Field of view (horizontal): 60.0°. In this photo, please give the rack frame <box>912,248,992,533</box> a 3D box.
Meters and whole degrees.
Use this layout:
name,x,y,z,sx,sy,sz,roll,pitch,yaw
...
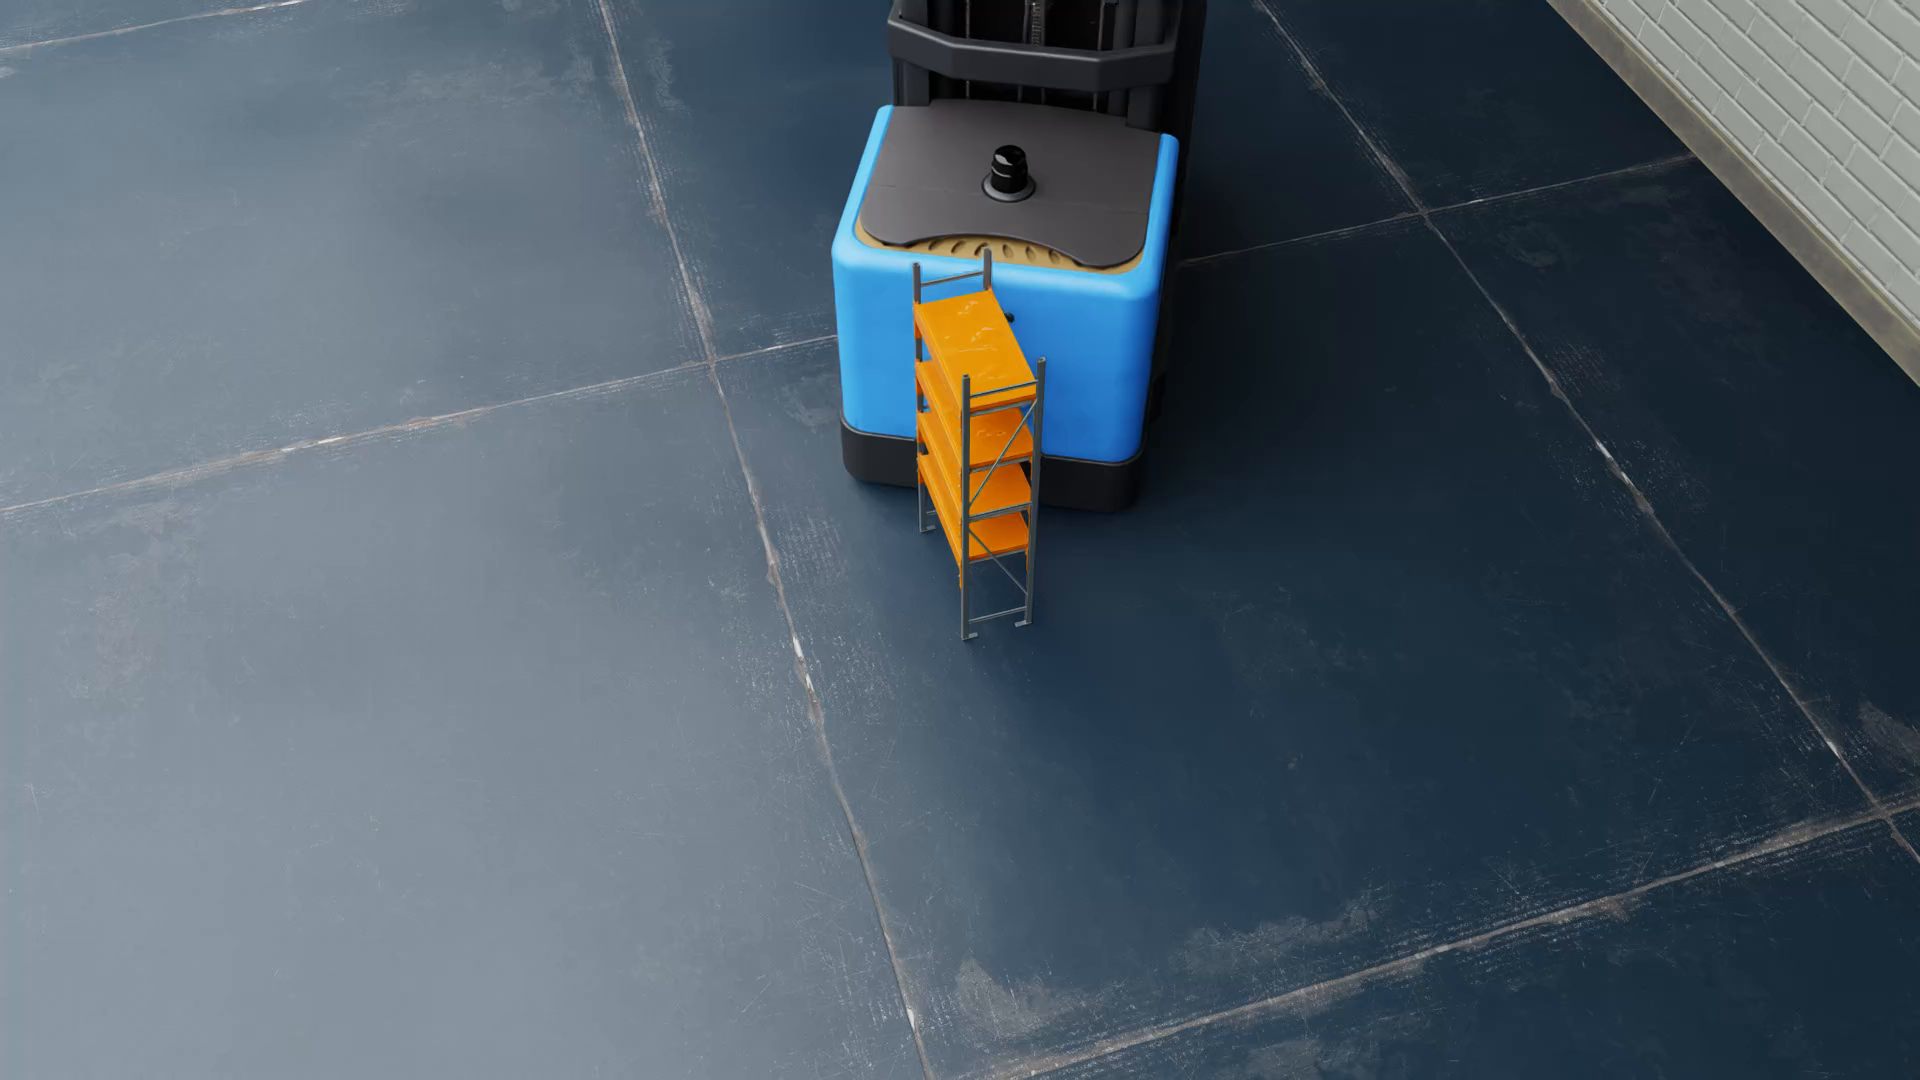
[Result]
name,x,y,z,sx,sy,sz,roll,pitch,yaw
rack frame,-0.023,-0.444,5.340,0.240,1.200,0.015,-13,51,-11

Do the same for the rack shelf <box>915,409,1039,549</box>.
name,x,y,z,sx,sy,sz,roll,pitch,yaw
rack shelf,0.049,-0.222,5.241,0.258,0.148,0.480,-13,51,-11

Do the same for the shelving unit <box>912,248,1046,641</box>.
name,x,y,z,sx,sy,sz,roll,pitch,yaw
shelving unit,0.049,-0.266,5.189,0.258,1.200,0.503,-13,51,-11

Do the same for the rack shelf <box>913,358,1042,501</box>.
name,x,y,z,sx,sy,sz,roll,pitch,yaw
rack shelf,0.049,-0.367,5.070,0.258,0.148,0.480,-13,51,-11

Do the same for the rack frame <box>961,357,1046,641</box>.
name,x,y,z,sx,sy,sz,roll,pitch,yaw
rack frame,0.121,-0.088,5.039,0.240,1.200,0.015,-13,51,-11

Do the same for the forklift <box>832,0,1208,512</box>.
name,x,y,z,sx,sy,sz,roll,pitch,yaw
forklift,0.343,-2.190,5.679,1.130,2.935,3.031,7,50,6

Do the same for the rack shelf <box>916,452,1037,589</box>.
name,x,y,z,sx,sy,sz,roll,pitch,yaw
rack shelf,0.049,-0.094,5.393,0.258,0.148,0.480,-13,51,-11

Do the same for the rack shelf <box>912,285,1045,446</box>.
name,x,y,z,sx,sy,sz,roll,pitch,yaw
rack shelf,0.049,-0.519,4.889,0.258,0.148,0.480,-13,51,-11
